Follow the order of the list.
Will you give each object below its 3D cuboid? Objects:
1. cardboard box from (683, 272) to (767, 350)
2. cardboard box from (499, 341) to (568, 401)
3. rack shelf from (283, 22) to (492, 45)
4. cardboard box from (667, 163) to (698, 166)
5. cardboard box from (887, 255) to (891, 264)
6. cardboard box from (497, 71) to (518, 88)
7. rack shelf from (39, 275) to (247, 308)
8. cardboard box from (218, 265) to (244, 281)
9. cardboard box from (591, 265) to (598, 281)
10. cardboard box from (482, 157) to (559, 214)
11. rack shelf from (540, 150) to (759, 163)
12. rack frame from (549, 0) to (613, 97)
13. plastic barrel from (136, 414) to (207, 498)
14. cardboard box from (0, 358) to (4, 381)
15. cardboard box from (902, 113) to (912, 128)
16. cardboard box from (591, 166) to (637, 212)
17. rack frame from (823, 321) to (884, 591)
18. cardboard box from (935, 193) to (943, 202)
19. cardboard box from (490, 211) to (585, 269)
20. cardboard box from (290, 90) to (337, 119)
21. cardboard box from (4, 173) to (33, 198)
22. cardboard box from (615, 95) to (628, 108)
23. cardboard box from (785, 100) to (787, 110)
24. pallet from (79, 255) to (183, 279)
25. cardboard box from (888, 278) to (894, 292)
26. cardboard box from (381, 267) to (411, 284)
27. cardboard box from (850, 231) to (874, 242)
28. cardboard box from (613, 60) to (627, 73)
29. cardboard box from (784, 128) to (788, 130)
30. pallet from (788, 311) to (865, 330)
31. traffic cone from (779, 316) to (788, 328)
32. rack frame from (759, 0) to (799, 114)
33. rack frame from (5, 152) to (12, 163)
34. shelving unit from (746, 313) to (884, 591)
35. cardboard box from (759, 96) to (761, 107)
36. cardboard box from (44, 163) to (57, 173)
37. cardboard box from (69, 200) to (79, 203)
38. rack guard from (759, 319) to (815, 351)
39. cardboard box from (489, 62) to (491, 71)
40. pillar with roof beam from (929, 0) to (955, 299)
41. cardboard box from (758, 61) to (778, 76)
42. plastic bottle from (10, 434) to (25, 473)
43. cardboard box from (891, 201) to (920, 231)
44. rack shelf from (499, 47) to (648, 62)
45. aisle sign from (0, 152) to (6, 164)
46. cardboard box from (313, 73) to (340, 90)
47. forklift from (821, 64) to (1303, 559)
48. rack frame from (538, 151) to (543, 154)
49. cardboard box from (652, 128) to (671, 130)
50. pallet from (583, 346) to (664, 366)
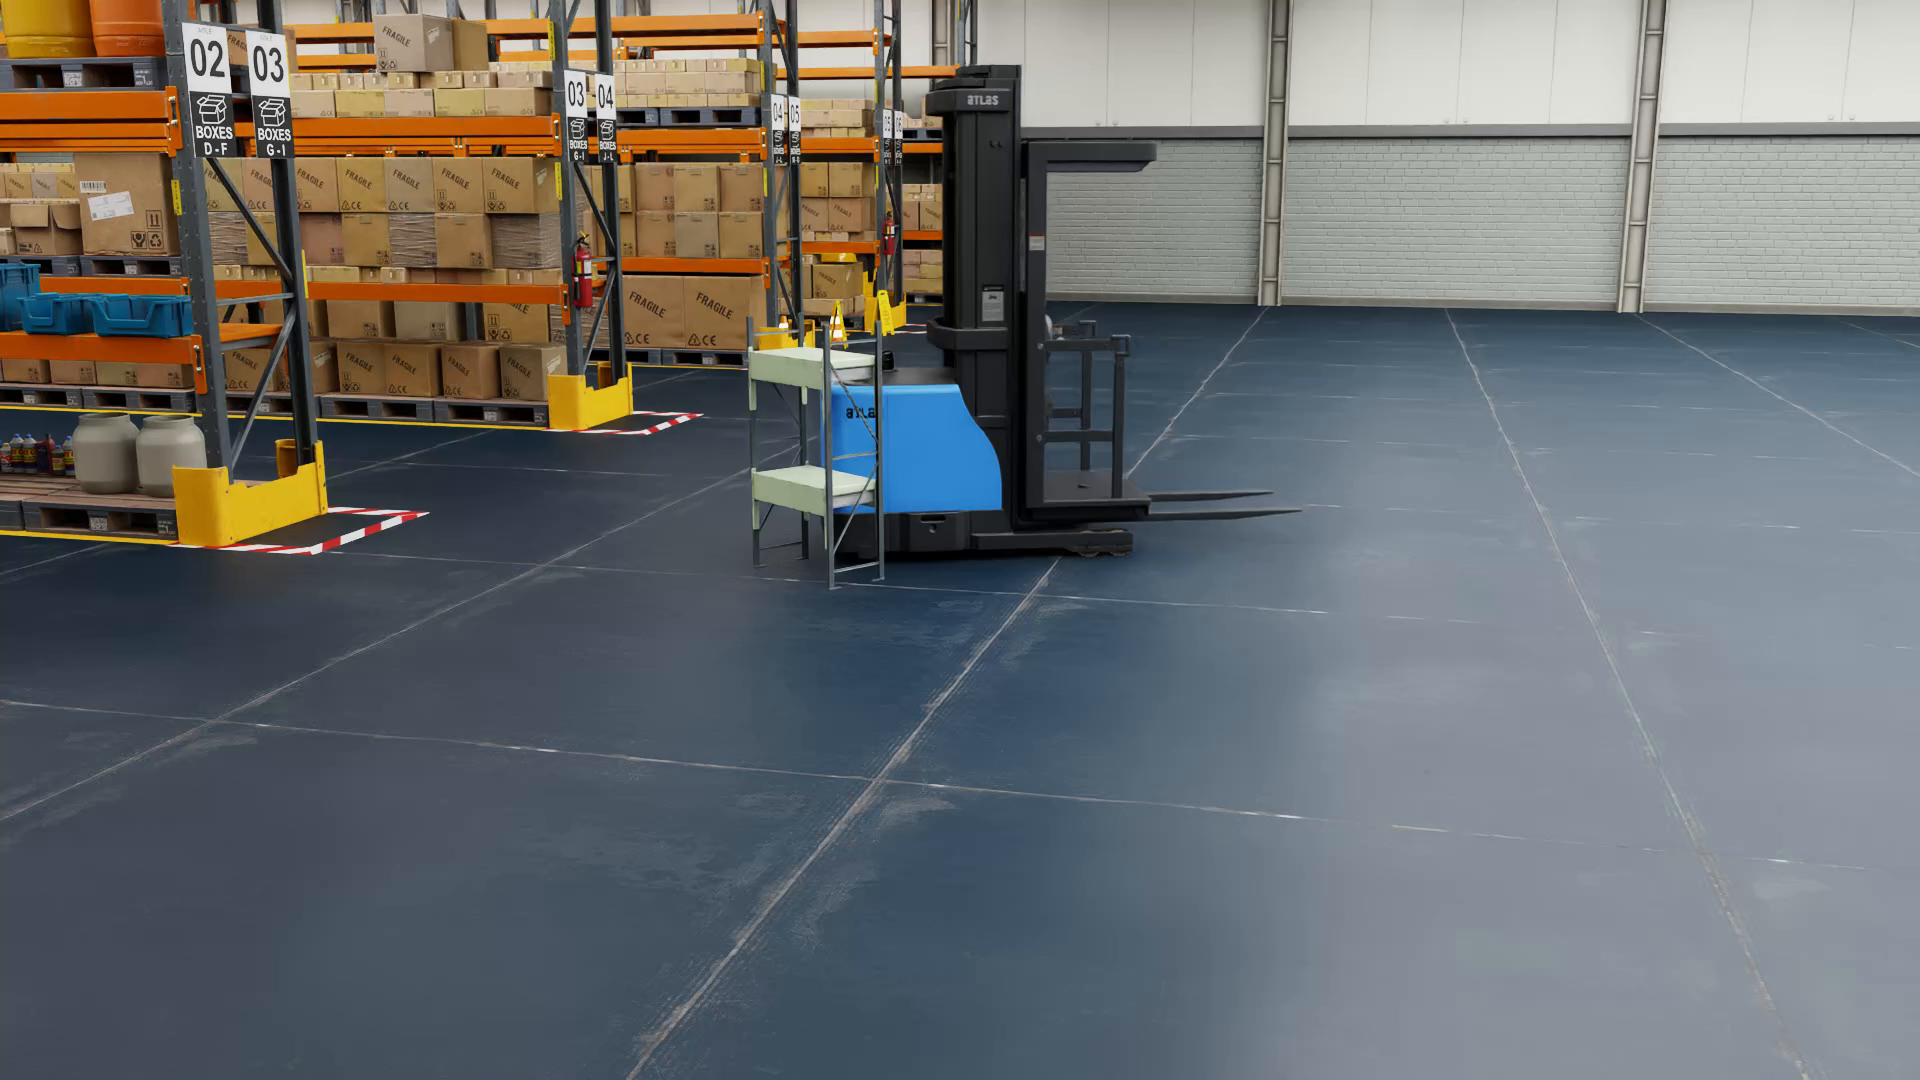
[{"bbox_3d":[-2.815,-2.824,20.471,0.875,0.875,0.875,3,13,14],"label":"cardboard box"},{"bbox_3d":[-4.030,-1.617,15.900,0.500,0.500,0.500,6,14,24],"label":"cardboard box"},{"bbox_3d":[-7.966,-6.328,21.065,4.000,0.370,1.077,3,13,14],"label":"rack shelf"},{"bbox_3d":[-4.071,-5.471,25.241,0.500,0.500,0.700,3,13,14],"label":"cardboard box"},{"bbox_3d":[-1.379,-5.083,29.790,0.500,0.250,0.500,3,13,14],"label":"cardboard box"},{"bbox_3d":[-3.997,-4.170,15.102,0.250,0.149,0.380,3,13,12],"label":"cardboard box"},{"bbox_3d":[-9.253,-2.557,16.994,4.000,0.370,1.077,3,13,14],"label":"rack shelf"},{"bbox_3d":[-6.935,-2.592,16.069,0.250,0.149,0.380,3,13,14],"label":"cardboard box"},{"bbox_3d":[-3.647,-2.539,15.833,0.250,0.149,0.380,3,13,14],"label":"cardboard box"},{"bbox_3d":[-4.021,-3.256,15.256,0.500,0.500,0.500,3,13,14],"label":"cardboard box"},{"bbox_3d":[-5.693,-7.149,30.768,4.000,0.370,1.077,3,13,14],"label":"rack shelf"},{"bbox_3d":[-3.428,-5.526,14.863,0.127,3.000,1.000,3,13,14],"label":"rack frame"},{"bbox_3d":[-5.272,-0.564,11.124,0.421,0.512,0.421,0,13,0],"label":"plastic barrel"},{"bbox_3d":[-9.998,-1.950,17.352,0.500,0.500,0.700,2,13,9],"label":"cardboard box"},{"bbox_3d":[-0.991,-7.370,29.210,0.258,0.266,0.396,3,13,14],"label":"cardboard box"},{"bbox_3d":[-4.105,-4.329,20.482,0.500,0.550,0.875,3,13,14],"label":"cardboard box"},{"bbox_3d":[-0.598,-0.475,9.410,0.400,1.500,0.023,-11,17,-41],"label":"rack frame"},{"bbox_3d":[-0.271,-6.049,29.346,0.250,0.149,0.380,3,13,14],"label":"cardboard box"},{"bbox_3d":[-3.955,-2.825,15.624,0.500,0.500,0.875,3,13,14],"label":"cardboard box"},{"bbox_3d":[-5.941,-4.064,15.547,0.500,0.250,0.500,3,13,11],"label":"cardboard box"},{"bbox_3d":[-15.686,-5.938,28.033,0.500,0.500,0.500,3,13,12],"label":"cardboard box"},{"bbox_3d":[-4.026,-5.255,19.950,0.250,0.149,0.380,3,13,14],"label":"cardboard box"},{"bbox_3d":[-2.415,-6.436,24.632,0.250,0.149,0.380,3,13,14],"label":"cardboard box"},{"bbox_3d":[-8.018,-2.781,16.786,1.213,0.211,1.003,3,13,14],"label":"pallet"},{"bbox_3d":[-1.363,-4.601,29.925,0.500,0.250,0.500,3,13,14],"label":"cardboard box"},{"bbox_3d":[-5.235,-2.501,15.662,0.250,0.149,0.380,3,13,14],"label":"cardboard box"},{"bbox_3d":[-1.468,-4.533,24.818,0.250,0.149,0.380,4,13,15],"label":"cardboard box"},{"bbox_3d":[-4.030,-5.645,19.864,0.250,0.149,0.380,3,13,14],"label":"cardboard box"},{"bbox_3d":[-2.449,-6.039,24.684,0.250,0.149,0.380,3,13,13],"label":"cardboard box"},{"bbox_3d":[-1.907,-3.373,25.449,1.213,0.211,1.003,3,13,14],"label":"pallet"},{"bbox_3d":[-2.316,-2.722,21.935,0.334,0.463,0.336,3,13,14],"label":"traffic cone"},{"bbox_3d":[-2.141,-6.563,19.541,0.127,3.000,1.000,3,13,14],"label":"rack frame"},{"bbox_3d":[-16.587,-5.511,28.648,0.127,3.000,1.000,3,13,14],"label":"rack frame"},{"bbox_3d":[-0.842,-0.534,9.676,0.431,1.500,0.755,-11,17,-41],"label":"shelving unit"},{"bbox_3d":[-2.397,-5.315,20.221,0.250,0.149,0.380,3,13,14],"label":"cardboard box"},{"bbox_3d":[-15.053,-6.218,27.796,0.250,0.149,0.380,3,13,14],"label":"cardboard box"},{"bbox_3d":[-11.484,-4.405,21.902,0.250,0.149,0.380,3,13,14],"label":"cardboard box"},{"bbox_3d":[-2.118,-2.413,20.456,0.348,0.500,1.175,3,13,14],"label":"rack guard"},{"bbox_3d":[-5.753,-5.737,20.278,0.250,0.149,0.380,3,13,14],"label":"cardboard box"},{"bbox_3d":[-1.359,-7.974,25.898,0.400,9.000,9.100,3,13,14],"label":"pillar with roof beam"},{"bbox_3d":[-2.389,-5.704,20.130,0.250,0.149,0.380,3,13,14],"label":"cardboard box"},{"bbox_3d":[-6.730,-0.621,11.889,0.097,0.271,0.097,0,13,0],"label":"plastic bottle"},{"bbox_3d":[-0.910,-5.773,29.597,0.500,0.500,0.500,3,13,15],"label":"cardboard box"},{"bbox_3d":[-6.878,-7.374,25.781,4.000,0.370,1.077,3,13,14],"label":"rack shelf"},{"bbox_3d":[-16.583,-6.849,28.677,0.004,0.787,0.394,3,13,14],"label":"aisle sign"},{"bbox_3d":[-5.794,-4.249,15.459,0.250,0.149,0.380,3,13,12],"label":"cardboard box"},{"bbox_3d":[0.640,-1.435,10.434,3.031,2.935,1.130,-2,13,-7],"label":"forklift"},{"bbox_3d":[-7.635,-6.140,31.483,0.127,3.000,1.000,3,13,14],"label":"rack frame"},{"bbox_3d":[-4.453,-6.136,25.122,0.250,0.149,0.380,3,13,14],"label":"cardboard box"},{"bbox_3d":[-4.117,-2.362,20.893,1.213,0.211,1.003,3,13,14],"label":"pallet"}]
